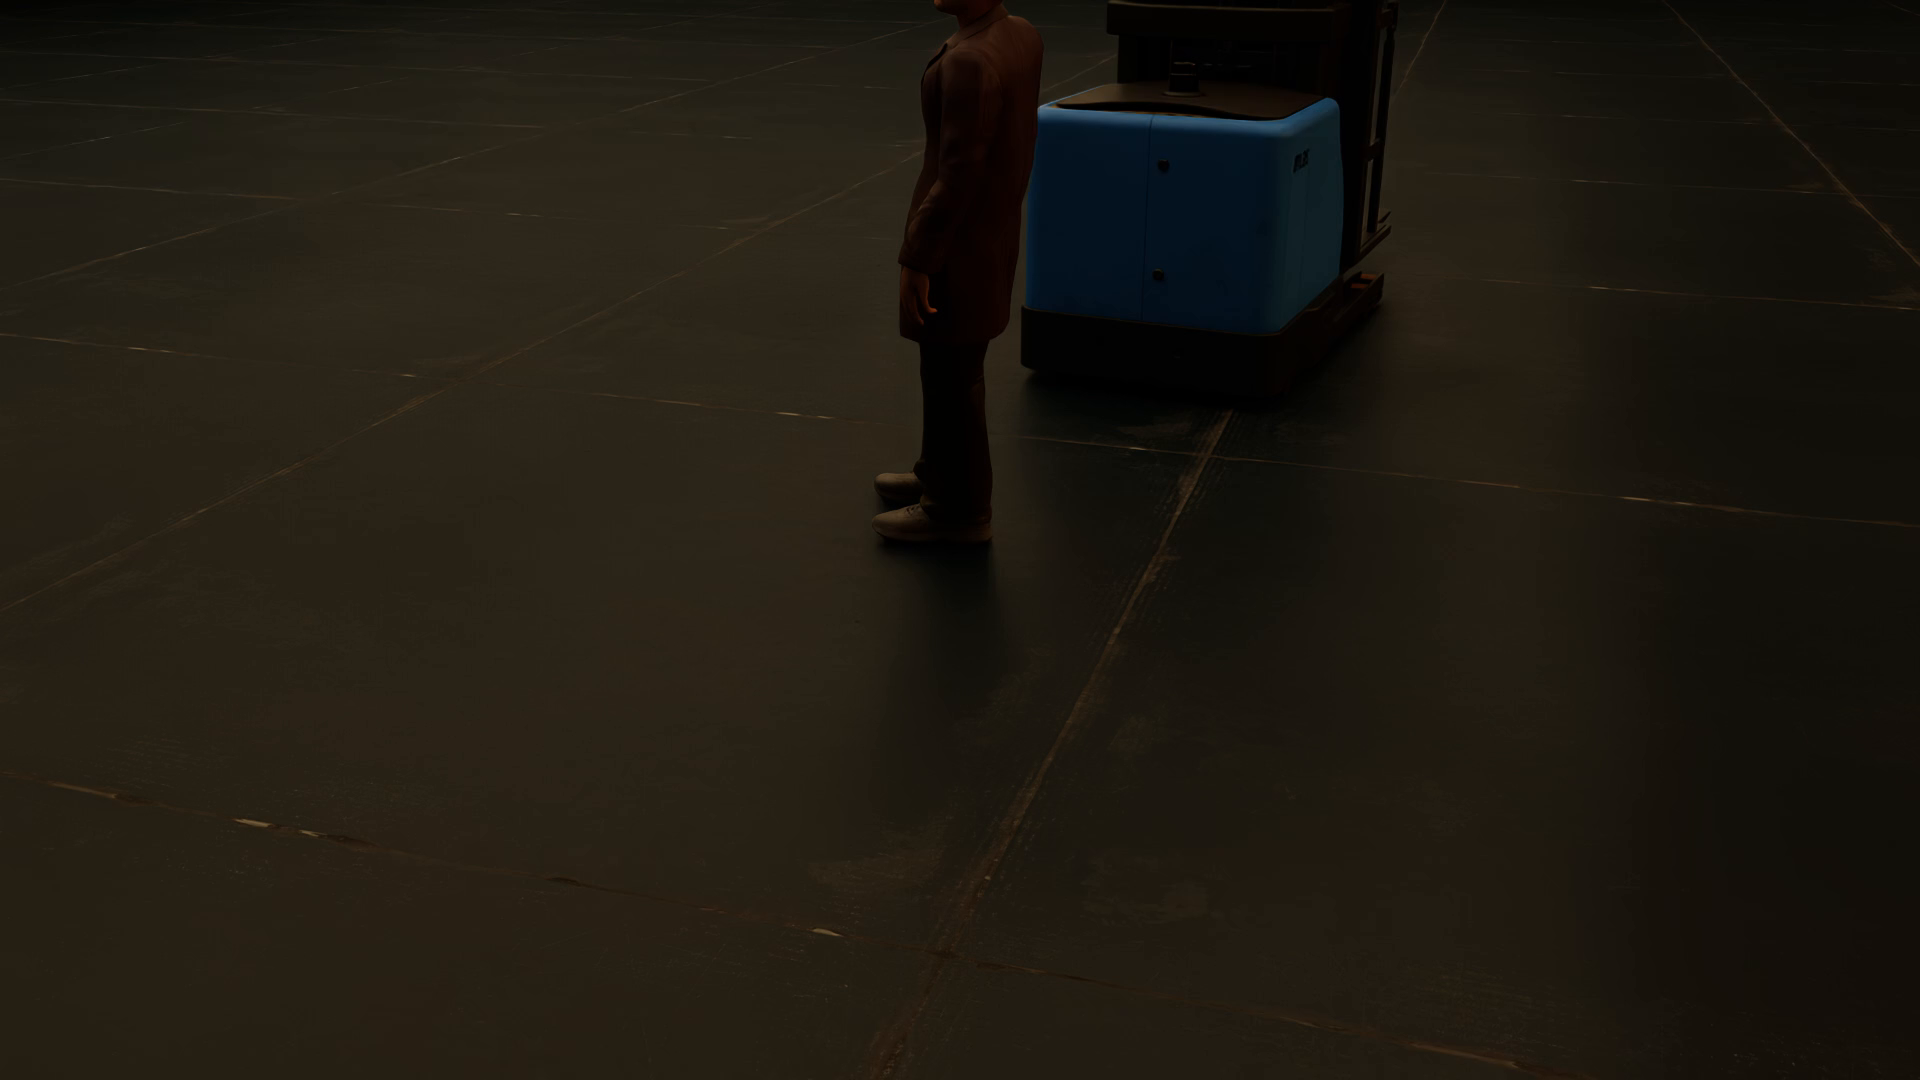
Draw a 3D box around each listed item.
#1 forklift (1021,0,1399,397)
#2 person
[{"bbox_3d":[1.318,-2.416,7.131,1.130,2.935,3.031,10,24,23],"label":"forklift"},{"bbox_3d":[-0.087,-0.840,4.807,0.579,1.777,0.698,7,23,16],"label":"person"}]
